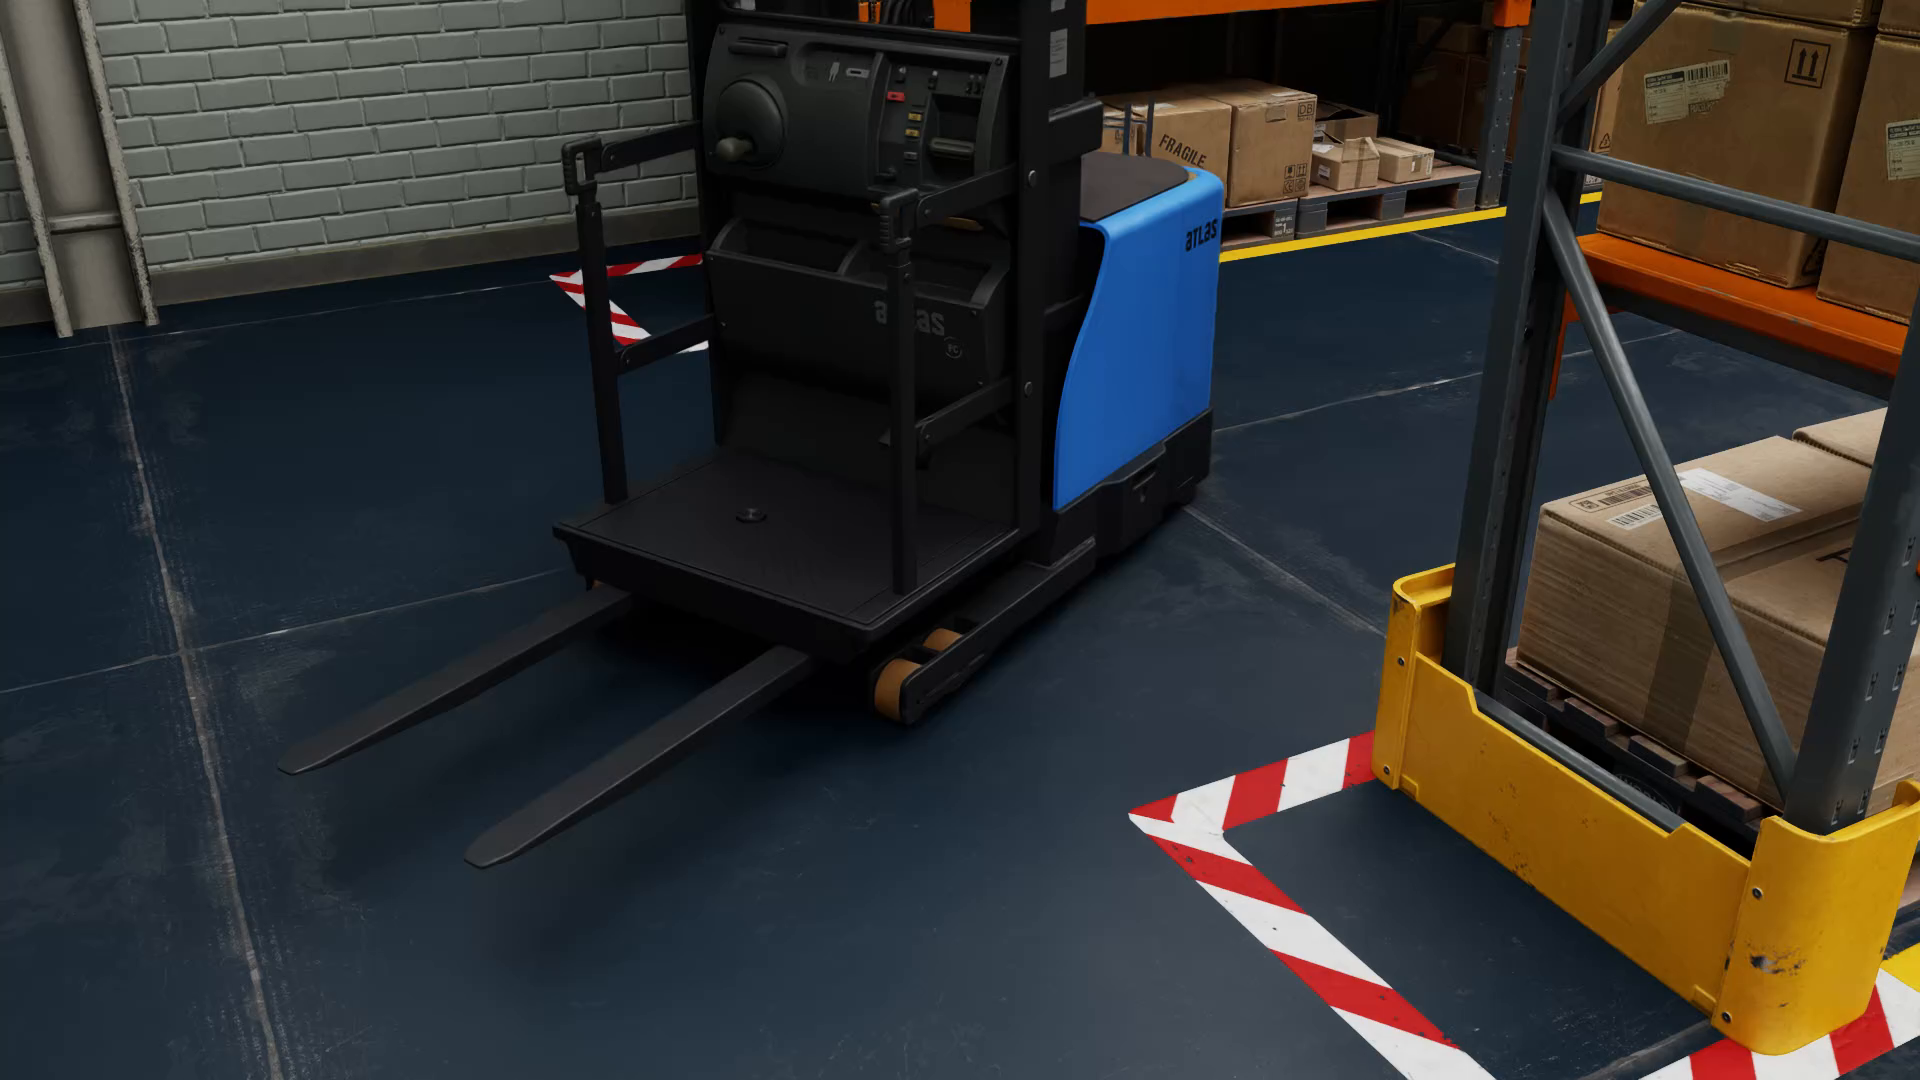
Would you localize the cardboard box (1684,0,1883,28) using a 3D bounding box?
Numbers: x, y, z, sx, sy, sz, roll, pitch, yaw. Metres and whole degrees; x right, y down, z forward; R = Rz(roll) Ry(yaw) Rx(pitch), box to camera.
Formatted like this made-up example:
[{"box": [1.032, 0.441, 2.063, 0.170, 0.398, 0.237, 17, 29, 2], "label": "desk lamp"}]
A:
[{"box": [1.745, -1.301, 3.223, 0.500, 0.500, 0.500, -12, 28, -23], "label": "cardboard box"}]

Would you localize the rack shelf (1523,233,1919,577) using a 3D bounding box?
[{"box": [3.196, -0.699, 4.071, 4.000, 0.370, 1.077, -13, 29, -25], "label": "rack shelf"}]

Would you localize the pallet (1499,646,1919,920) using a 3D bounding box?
[{"box": [2.100, 0.449, 4.072, 1.213, 0.211, 1.003, -13, 29, -25], "label": "pallet"}]

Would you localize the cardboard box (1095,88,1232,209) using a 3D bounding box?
[{"box": [0.963, -1.890, 8.124, 0.500, 0.500, 0.500, -12, 28, -24], "label": "cardboard box"}]

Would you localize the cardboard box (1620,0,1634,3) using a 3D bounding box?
[{"box": [4.171, -3.185, 10.072, 0.265, 0.149, 0.390, -13, 29, -25], "label": "cardboard box"}]

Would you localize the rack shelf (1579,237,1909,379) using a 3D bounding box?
[{"box": [4.405, -1.986, 1.057, 3.910, 4.714, 5.869, -13, 29, -25], "label": "rack shelf"}]

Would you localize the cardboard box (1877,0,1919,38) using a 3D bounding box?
[{"box": [1.989, -1.101, 2.806, 0.500, 0.500, 0.500, -14, 29, -26], "label": "cardboard box"}]

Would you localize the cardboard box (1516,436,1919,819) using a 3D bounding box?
[{"box": [1.967, 0.177, 3.890, 0.875, 0.438, 0.875, -14, 29, -27], "label": "cardboard box"}]

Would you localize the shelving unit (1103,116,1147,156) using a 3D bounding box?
[{"box": [0.480, -0.920, 5.766, 0.258, 1.046, 0.183, 14, 25, 27], "label": "shelving unit"}]

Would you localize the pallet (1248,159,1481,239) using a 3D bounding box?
[{"box": [2.016, -1.929, 9.024, 1.213, 0.211, 1.003, -13, 29, -25], "label": "pallet"}]

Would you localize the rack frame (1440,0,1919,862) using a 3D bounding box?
[{"box": [1.432, -0.616, 3.067, 0.127, 3.000, 1.000, -13, 29, -25], "label": "rack frame"}]

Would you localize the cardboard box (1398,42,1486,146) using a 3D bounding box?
[{"box": [2.916, -2.601, 9.604, 0.500, 0.500, 0.500, -13, 29, -25], "label": "cardboard box"}]

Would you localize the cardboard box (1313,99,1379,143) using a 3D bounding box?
[{"box": [1.928, -2.258, 9.109, 0.500, 0.311, 0.500, -12, 28, -23], "label": "cardboard box"}]

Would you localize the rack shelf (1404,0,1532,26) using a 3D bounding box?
[{"box": [4.387, -3.408, 9.715, 4.000, 0.370, 1.077, -13, 29, -25], "label": "rack shelf"}]

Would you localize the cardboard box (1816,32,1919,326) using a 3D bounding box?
[{"box": [1.990, -0.649, 3.021, 0.500, 0.500, 0.500, -13, 29, -25], "label": "cardboard box"}]

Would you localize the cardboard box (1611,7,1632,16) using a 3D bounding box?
[{"box": [3.733, -3.072, 9.835, 0.250, 0.149, 0.380, -12, 28, -24], "label": "cardboard box"}]

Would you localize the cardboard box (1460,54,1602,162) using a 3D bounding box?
[{"box": [3.155, -2.400, 9.187, 0.500, 0.500, 0.500, -12, 28, -23], "label": "cardboard box"}]

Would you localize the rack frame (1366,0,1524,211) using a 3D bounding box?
[{"box": [2.622, -3.325, 8.711, 0.127, 3.000, 1.000, -13, 29, -25], "label": "rack frame"}]

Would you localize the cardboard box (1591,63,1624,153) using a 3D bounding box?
[{"box": [3.620, -2.513, 9.421, 0.500, 0.500, 0.500, -13, 29, -26], "label": "cardboard box"}]

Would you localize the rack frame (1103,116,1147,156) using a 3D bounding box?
[{"box": [0.524, -0.947, 5.840, 0.228, 1.046, 0.002, 14, 25, 27], "label": "rack frame"}]

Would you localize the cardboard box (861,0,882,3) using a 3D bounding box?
[{"box": [-0.488, -2.360, 6.989, 0.250, 0.149, 0.380, -13, 29, -25], "label": "cardboard box"}]

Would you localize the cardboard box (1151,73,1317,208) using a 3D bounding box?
[{"box": [1.365, -2.032, 8.420, 0.500, 0.500, 0.700, -14, 29, -27], "label": "cardboard box"}]

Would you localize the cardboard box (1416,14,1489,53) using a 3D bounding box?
[{"box": [2.811, -2.865, 9.406, 0.250, 0.149, 0.380, -14, 29, -27], "label": "cardboard box"}]
